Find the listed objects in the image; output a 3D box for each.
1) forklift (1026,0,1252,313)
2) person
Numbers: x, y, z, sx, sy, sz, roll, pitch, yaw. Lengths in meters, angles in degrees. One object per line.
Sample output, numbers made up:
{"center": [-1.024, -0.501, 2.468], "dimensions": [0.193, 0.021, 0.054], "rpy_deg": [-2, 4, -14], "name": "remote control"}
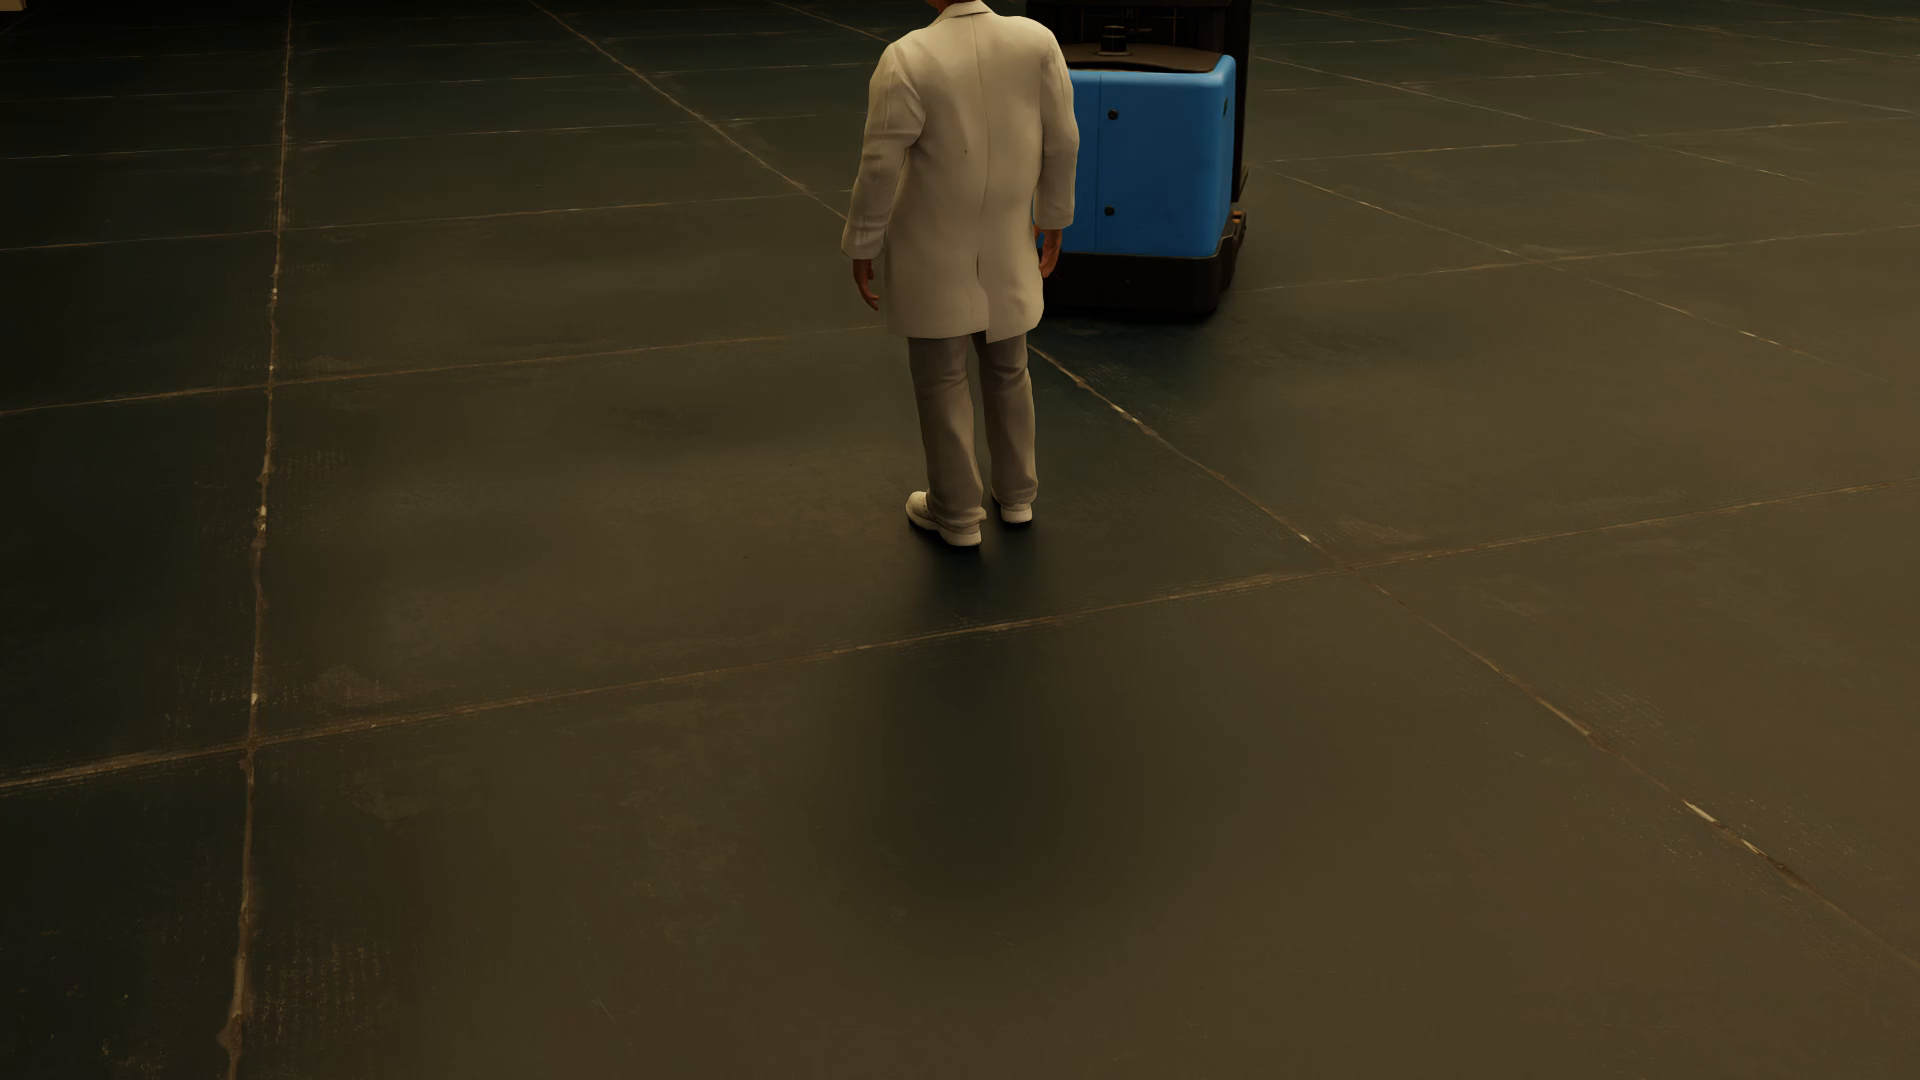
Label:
{"center": [0.913, -2.884, 8.157], "dimensions": [1.130, 2.935, 3.031], "rpy_deg": [5, 23, 11], "name": "forklift"}
{"center": [-0.026, -0.860, 4.812], "dimensions": [0.696, 1.776, 0.581], "rpy_deg": [-8, 24, -18], "name": "person"}
